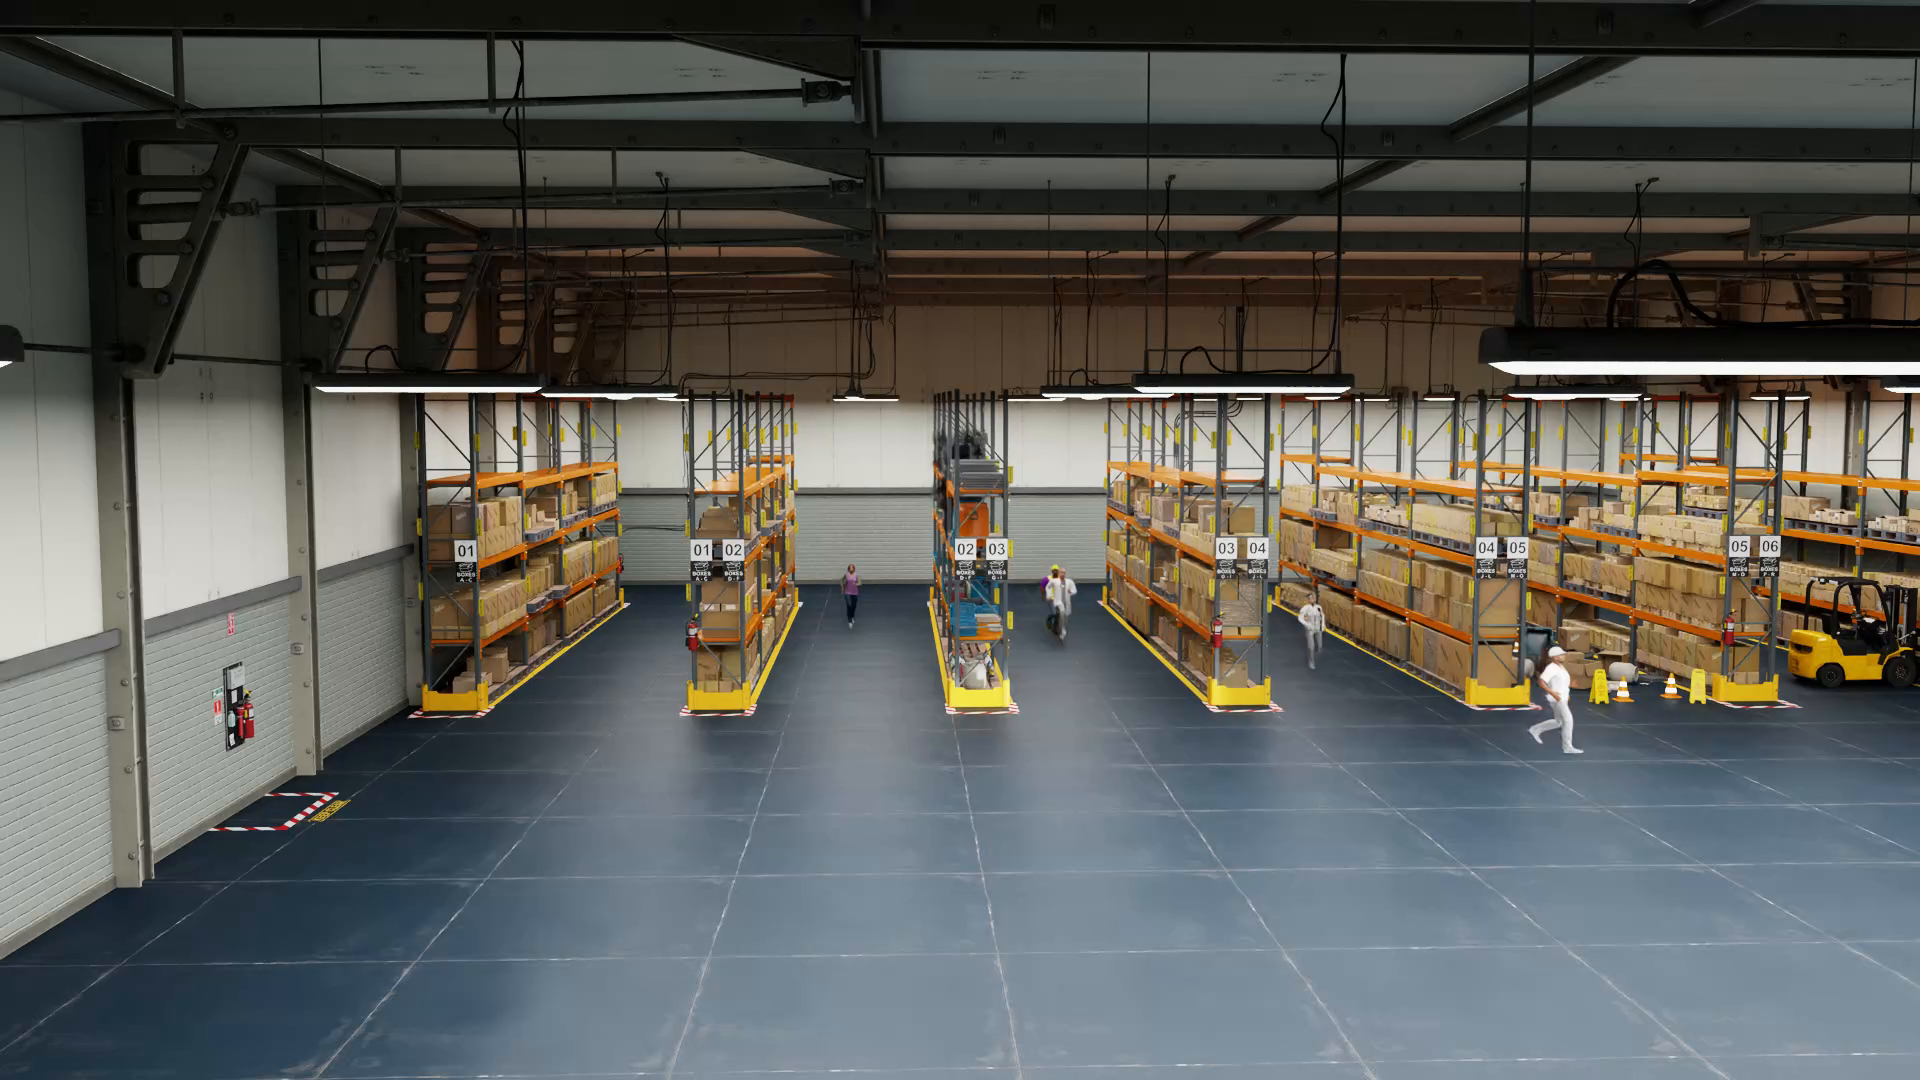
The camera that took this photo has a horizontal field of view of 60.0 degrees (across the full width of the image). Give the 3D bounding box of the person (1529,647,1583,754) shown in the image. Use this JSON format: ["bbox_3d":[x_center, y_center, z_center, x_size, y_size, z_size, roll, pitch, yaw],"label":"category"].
[{"bbox_3d":[9.804,2.623,27.334,0.901,1.742,0.714,3,5,31],"label":"person"}]

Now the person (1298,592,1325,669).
[{"bbox_3d":[7.676,1.955,36.204,0.652,1.664,0.555,-1,5,-11],"label":"person"}]

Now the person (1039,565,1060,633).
[{"bbox_3d":[2.378,1.479,41.484,0.698,1.720,0.575,-1,5,-15],"label":"person"}]

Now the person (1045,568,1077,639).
[{"bbox_3d":[2.439,1.544,39.815,0.697,1.753,1.044,-1,5,-13],"label":"person"}]

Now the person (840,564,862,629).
[{"bbox_3d":[-2.801,1.422,42.796,0.519,1.623,0.797,-1,5,-14],"label":"person"}]
